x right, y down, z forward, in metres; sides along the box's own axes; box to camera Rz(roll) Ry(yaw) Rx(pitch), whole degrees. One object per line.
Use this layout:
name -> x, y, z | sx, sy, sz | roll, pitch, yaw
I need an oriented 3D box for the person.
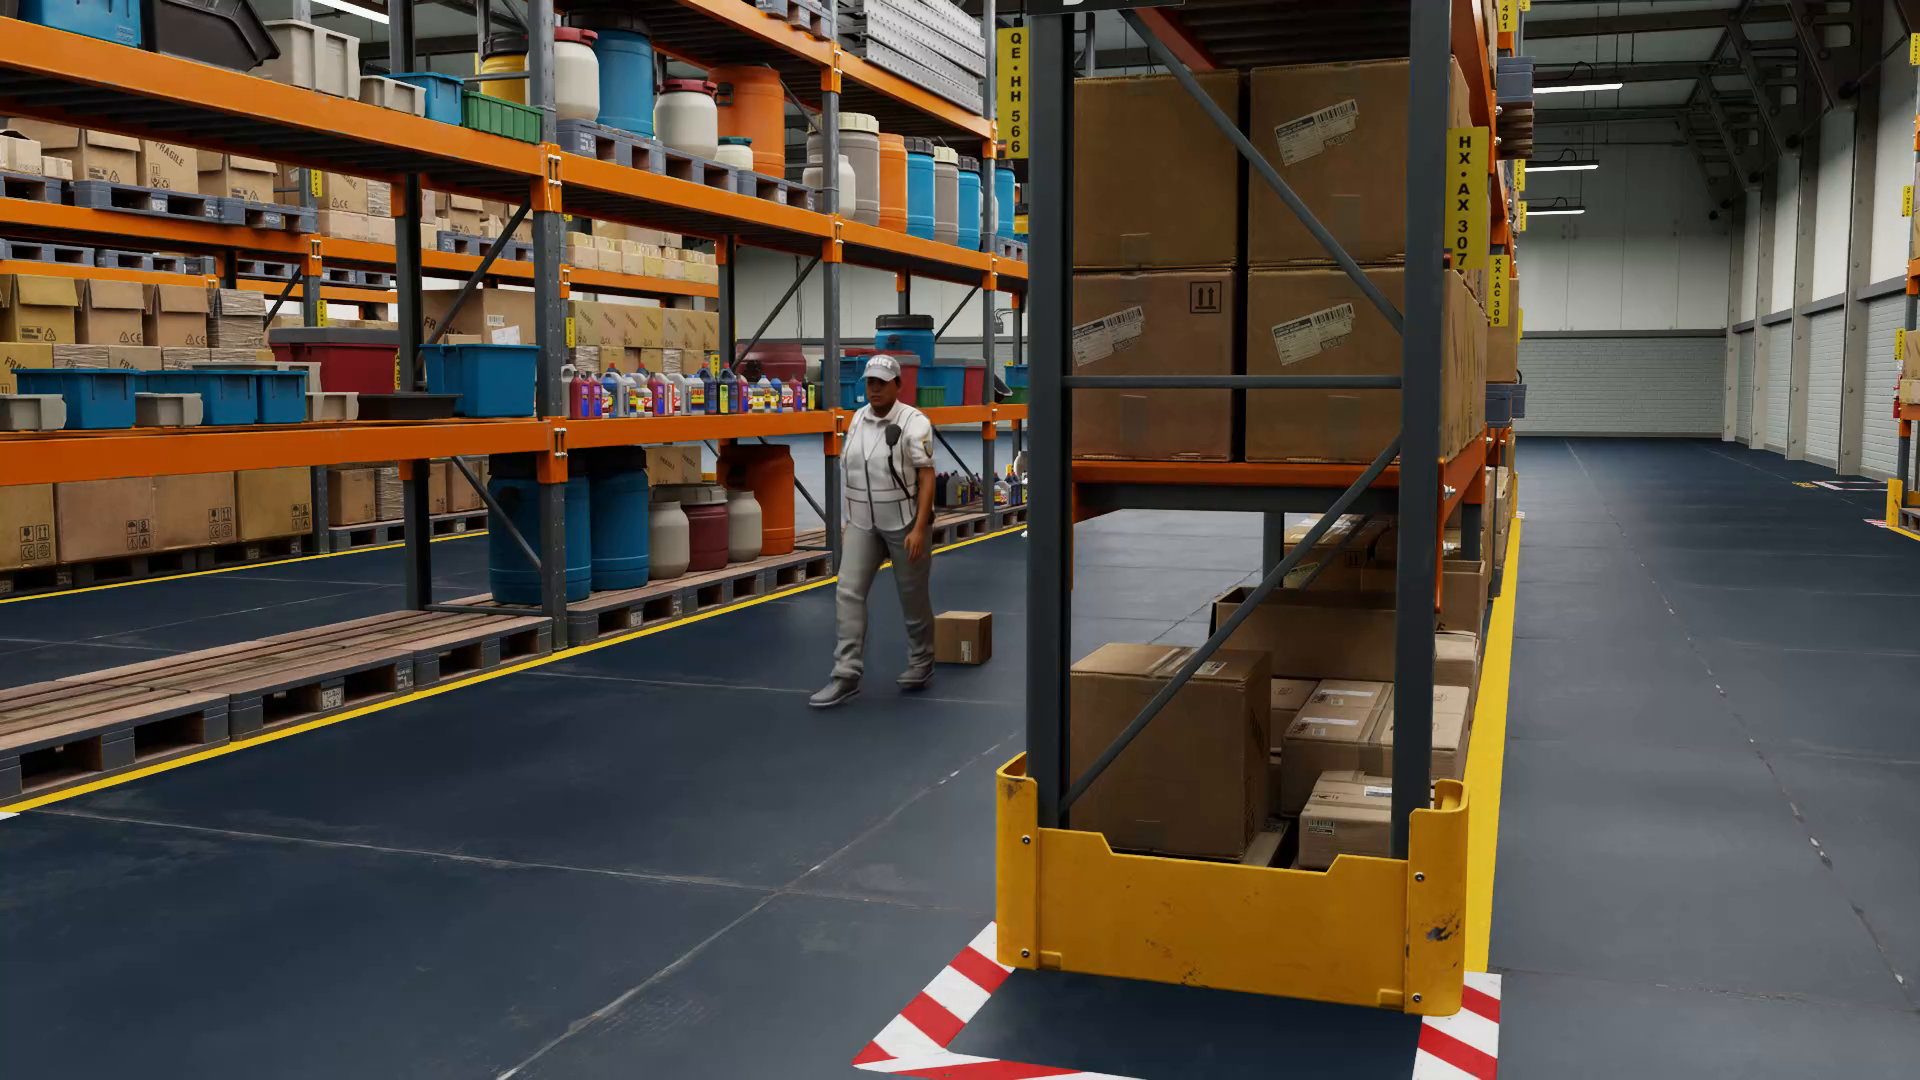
person -> -0.348, -0.065, 7.935 | 0.505, 1.627, 0.865 | 2, 6, 22
